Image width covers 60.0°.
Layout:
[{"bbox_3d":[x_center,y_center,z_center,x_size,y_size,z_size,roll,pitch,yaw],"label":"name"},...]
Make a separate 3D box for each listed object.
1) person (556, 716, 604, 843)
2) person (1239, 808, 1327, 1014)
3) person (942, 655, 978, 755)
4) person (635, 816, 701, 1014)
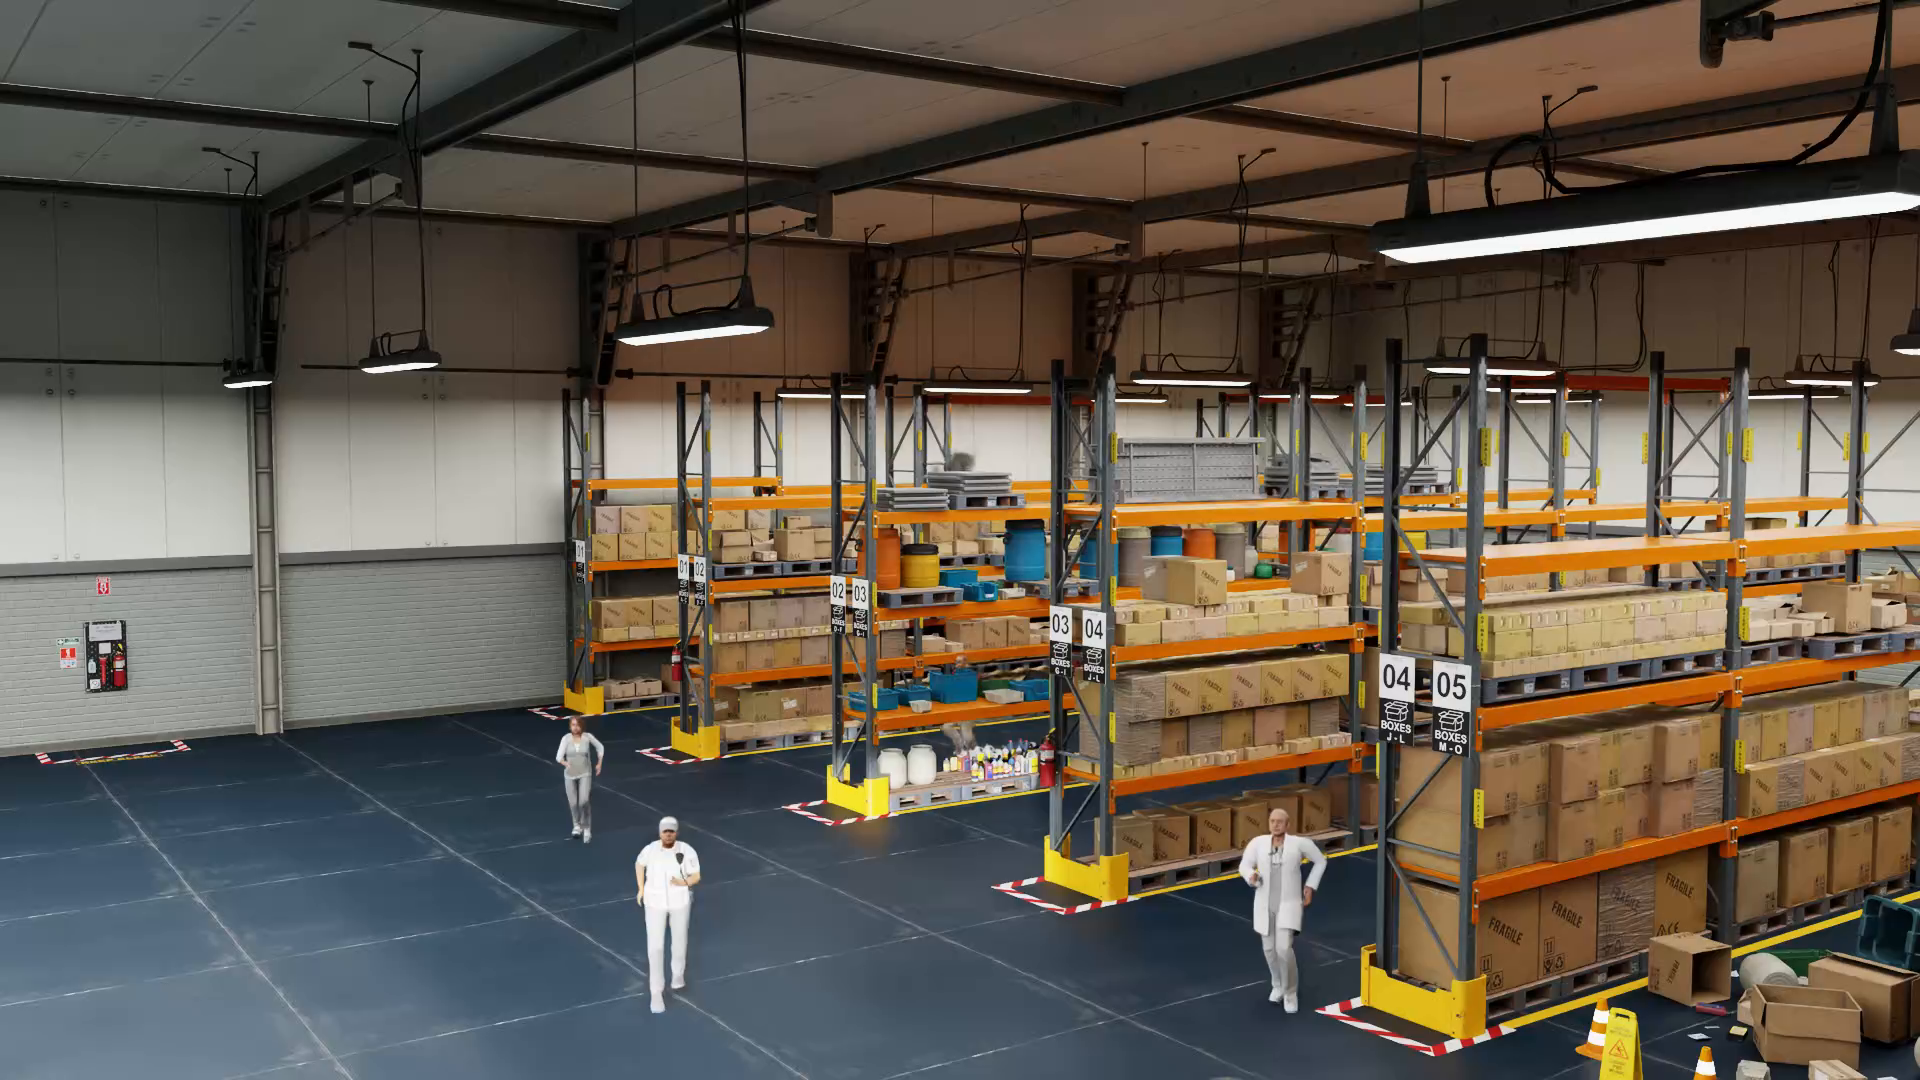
[{"bbox_3d":[-4.813,3.027,21.033,0.566,1.624,0.670,0,4,-5],"label":"person"},{"bbox_3d":[2.857,3.330,14.960,0.741,1.816,0.745,2,4,27],"label":"person"},{"bbox_3d":[-0.010,2.637,26.070,0.638,1.688,0.723,3,5,39],"label":"person"},{"bbox_3d":[-2.655,3.364,15.139,0.579,1.729,0.764,-1,4,-11],"label":"person"}]
